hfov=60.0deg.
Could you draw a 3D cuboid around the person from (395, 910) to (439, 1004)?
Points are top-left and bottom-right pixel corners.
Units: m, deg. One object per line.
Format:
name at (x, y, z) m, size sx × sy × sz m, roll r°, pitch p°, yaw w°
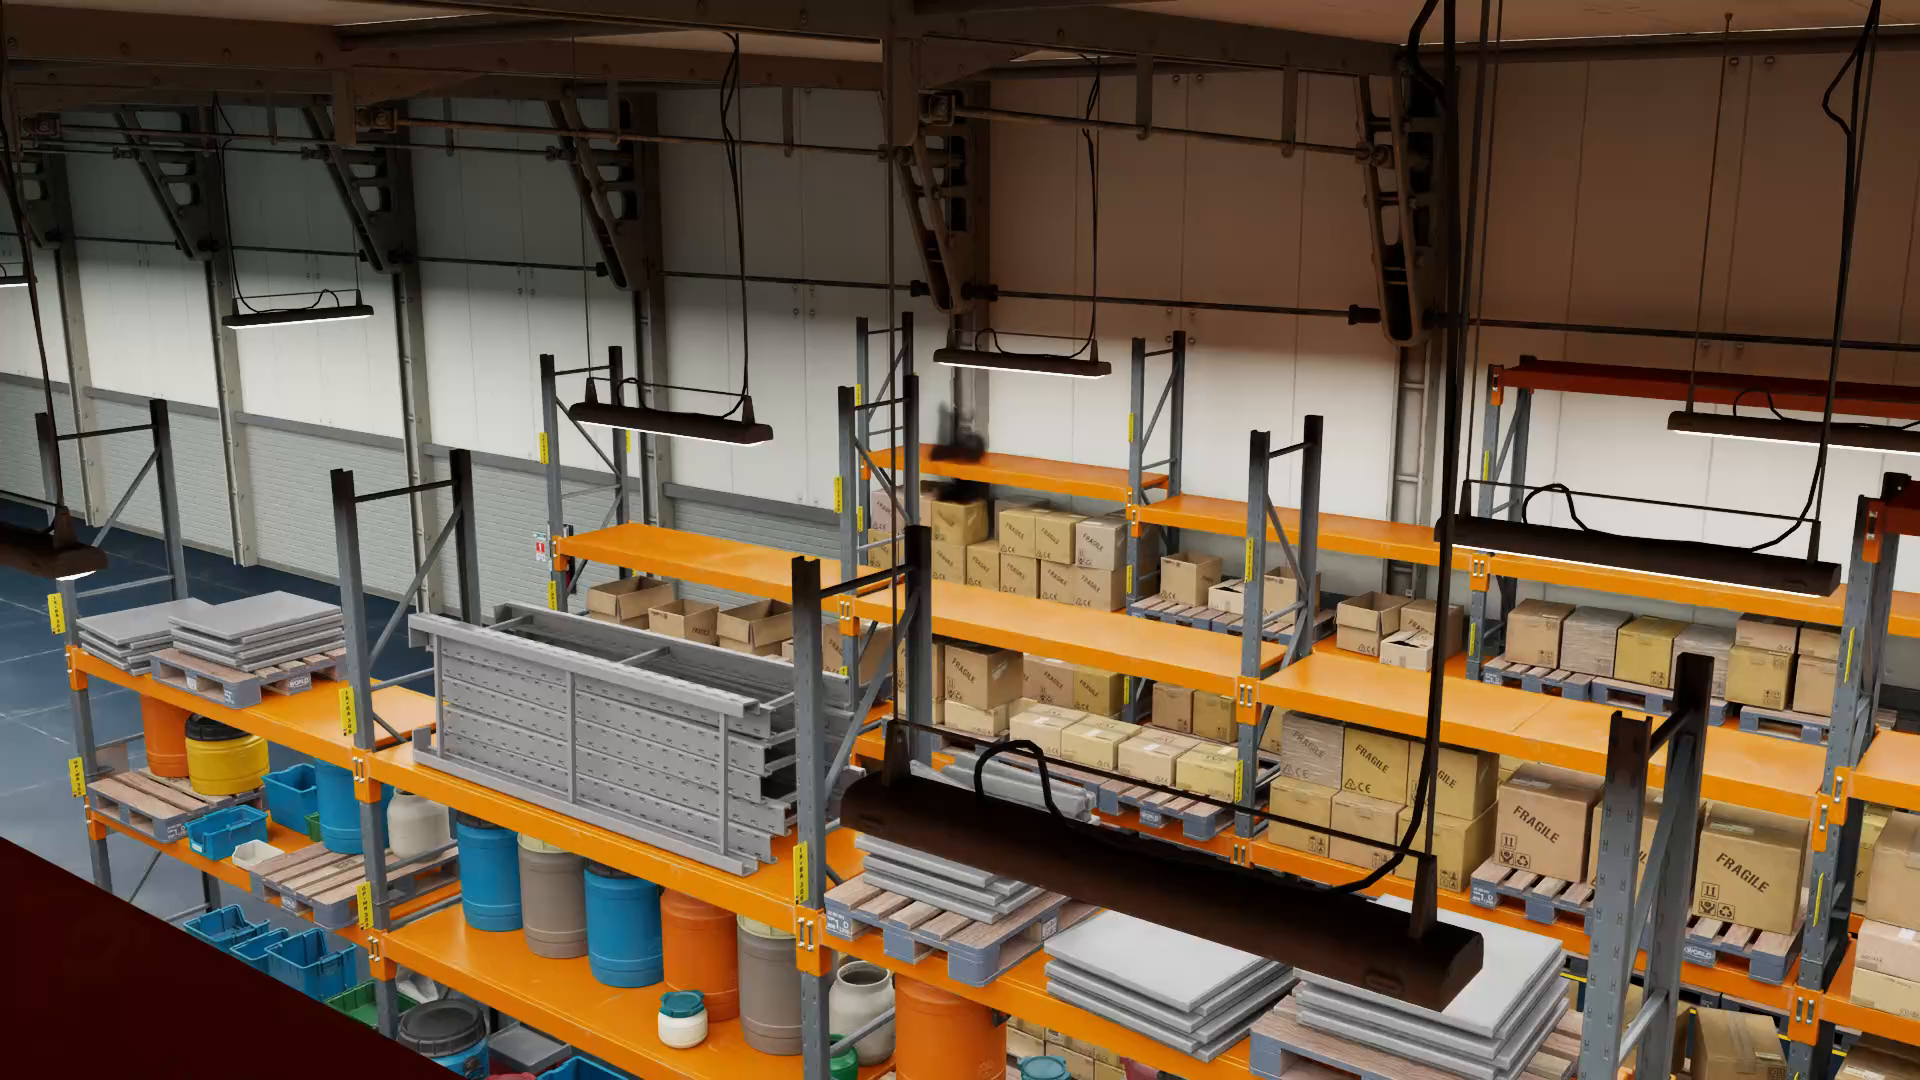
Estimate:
person at (-5.043, 3.780, 15.346) m, size 0.562 × 1.639 × 0.589 m, roll 6°, pitch 14°, yaw 25°
